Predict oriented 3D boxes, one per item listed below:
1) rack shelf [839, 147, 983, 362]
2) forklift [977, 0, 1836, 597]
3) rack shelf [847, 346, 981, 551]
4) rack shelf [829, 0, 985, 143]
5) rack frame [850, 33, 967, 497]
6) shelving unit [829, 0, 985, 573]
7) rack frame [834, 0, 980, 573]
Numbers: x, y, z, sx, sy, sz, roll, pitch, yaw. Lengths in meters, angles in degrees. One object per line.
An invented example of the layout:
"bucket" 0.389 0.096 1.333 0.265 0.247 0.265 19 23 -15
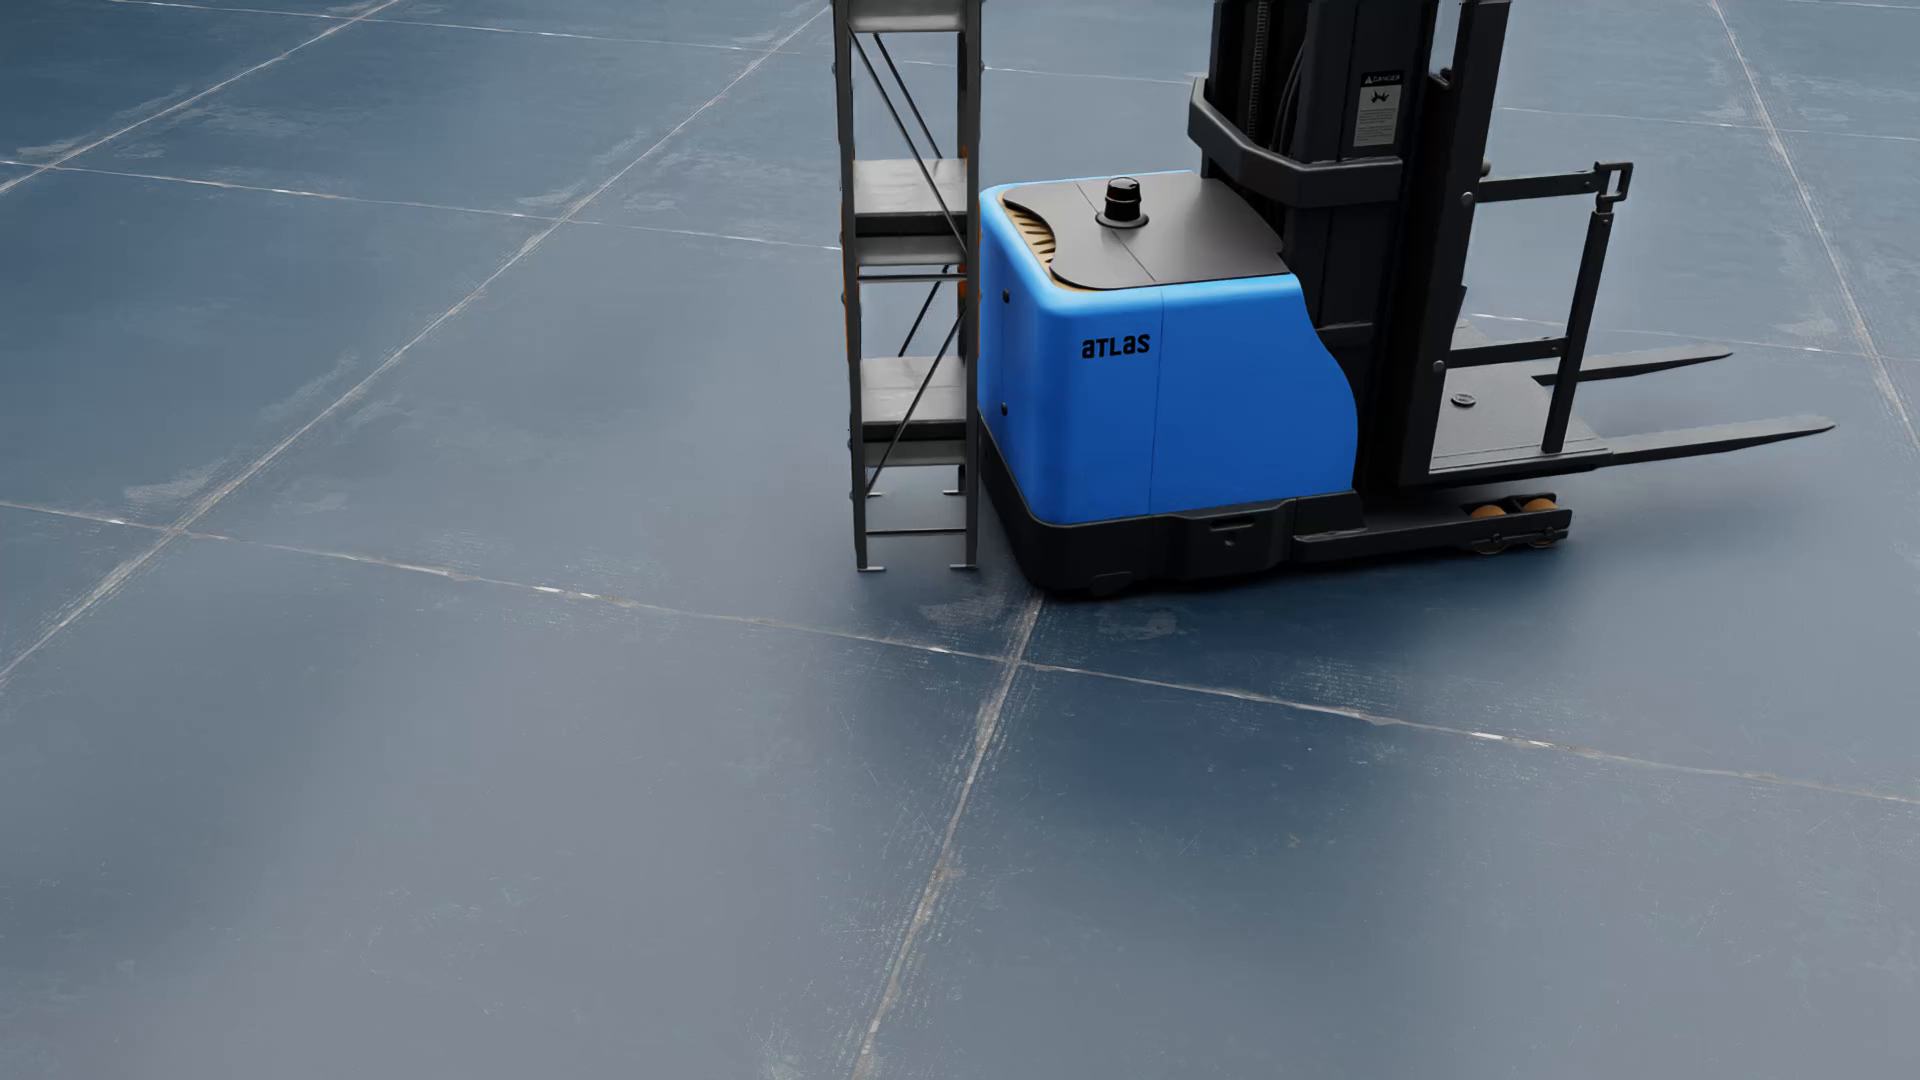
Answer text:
"rack shelf" -0.159 -0.906 5.244 0.431 0.518 0.480 -2 32 -3
"forklift" 1.604 -1.457 5.309 3.031 2.935 1.130 -7 33 -11
"rack shelf" -0.159 -0.315 5.619 0.431 0.518 0.480 -2 32 -3
"rack shelf" -0.159 -1.497 4.868 0.431 0.518 0.480 -2 32 -3
"rack frame" -0.173 -1.048 5.442 0.400 2.100 0.015 -2 32 -3
"shelving unit" -0.159 -0.918 5.236 0.431 2.100 0.503 -2 32 -3
"rack frame" -0.146 -0.787 5.031 0.400 2.100 0.015 -2 32 -3
